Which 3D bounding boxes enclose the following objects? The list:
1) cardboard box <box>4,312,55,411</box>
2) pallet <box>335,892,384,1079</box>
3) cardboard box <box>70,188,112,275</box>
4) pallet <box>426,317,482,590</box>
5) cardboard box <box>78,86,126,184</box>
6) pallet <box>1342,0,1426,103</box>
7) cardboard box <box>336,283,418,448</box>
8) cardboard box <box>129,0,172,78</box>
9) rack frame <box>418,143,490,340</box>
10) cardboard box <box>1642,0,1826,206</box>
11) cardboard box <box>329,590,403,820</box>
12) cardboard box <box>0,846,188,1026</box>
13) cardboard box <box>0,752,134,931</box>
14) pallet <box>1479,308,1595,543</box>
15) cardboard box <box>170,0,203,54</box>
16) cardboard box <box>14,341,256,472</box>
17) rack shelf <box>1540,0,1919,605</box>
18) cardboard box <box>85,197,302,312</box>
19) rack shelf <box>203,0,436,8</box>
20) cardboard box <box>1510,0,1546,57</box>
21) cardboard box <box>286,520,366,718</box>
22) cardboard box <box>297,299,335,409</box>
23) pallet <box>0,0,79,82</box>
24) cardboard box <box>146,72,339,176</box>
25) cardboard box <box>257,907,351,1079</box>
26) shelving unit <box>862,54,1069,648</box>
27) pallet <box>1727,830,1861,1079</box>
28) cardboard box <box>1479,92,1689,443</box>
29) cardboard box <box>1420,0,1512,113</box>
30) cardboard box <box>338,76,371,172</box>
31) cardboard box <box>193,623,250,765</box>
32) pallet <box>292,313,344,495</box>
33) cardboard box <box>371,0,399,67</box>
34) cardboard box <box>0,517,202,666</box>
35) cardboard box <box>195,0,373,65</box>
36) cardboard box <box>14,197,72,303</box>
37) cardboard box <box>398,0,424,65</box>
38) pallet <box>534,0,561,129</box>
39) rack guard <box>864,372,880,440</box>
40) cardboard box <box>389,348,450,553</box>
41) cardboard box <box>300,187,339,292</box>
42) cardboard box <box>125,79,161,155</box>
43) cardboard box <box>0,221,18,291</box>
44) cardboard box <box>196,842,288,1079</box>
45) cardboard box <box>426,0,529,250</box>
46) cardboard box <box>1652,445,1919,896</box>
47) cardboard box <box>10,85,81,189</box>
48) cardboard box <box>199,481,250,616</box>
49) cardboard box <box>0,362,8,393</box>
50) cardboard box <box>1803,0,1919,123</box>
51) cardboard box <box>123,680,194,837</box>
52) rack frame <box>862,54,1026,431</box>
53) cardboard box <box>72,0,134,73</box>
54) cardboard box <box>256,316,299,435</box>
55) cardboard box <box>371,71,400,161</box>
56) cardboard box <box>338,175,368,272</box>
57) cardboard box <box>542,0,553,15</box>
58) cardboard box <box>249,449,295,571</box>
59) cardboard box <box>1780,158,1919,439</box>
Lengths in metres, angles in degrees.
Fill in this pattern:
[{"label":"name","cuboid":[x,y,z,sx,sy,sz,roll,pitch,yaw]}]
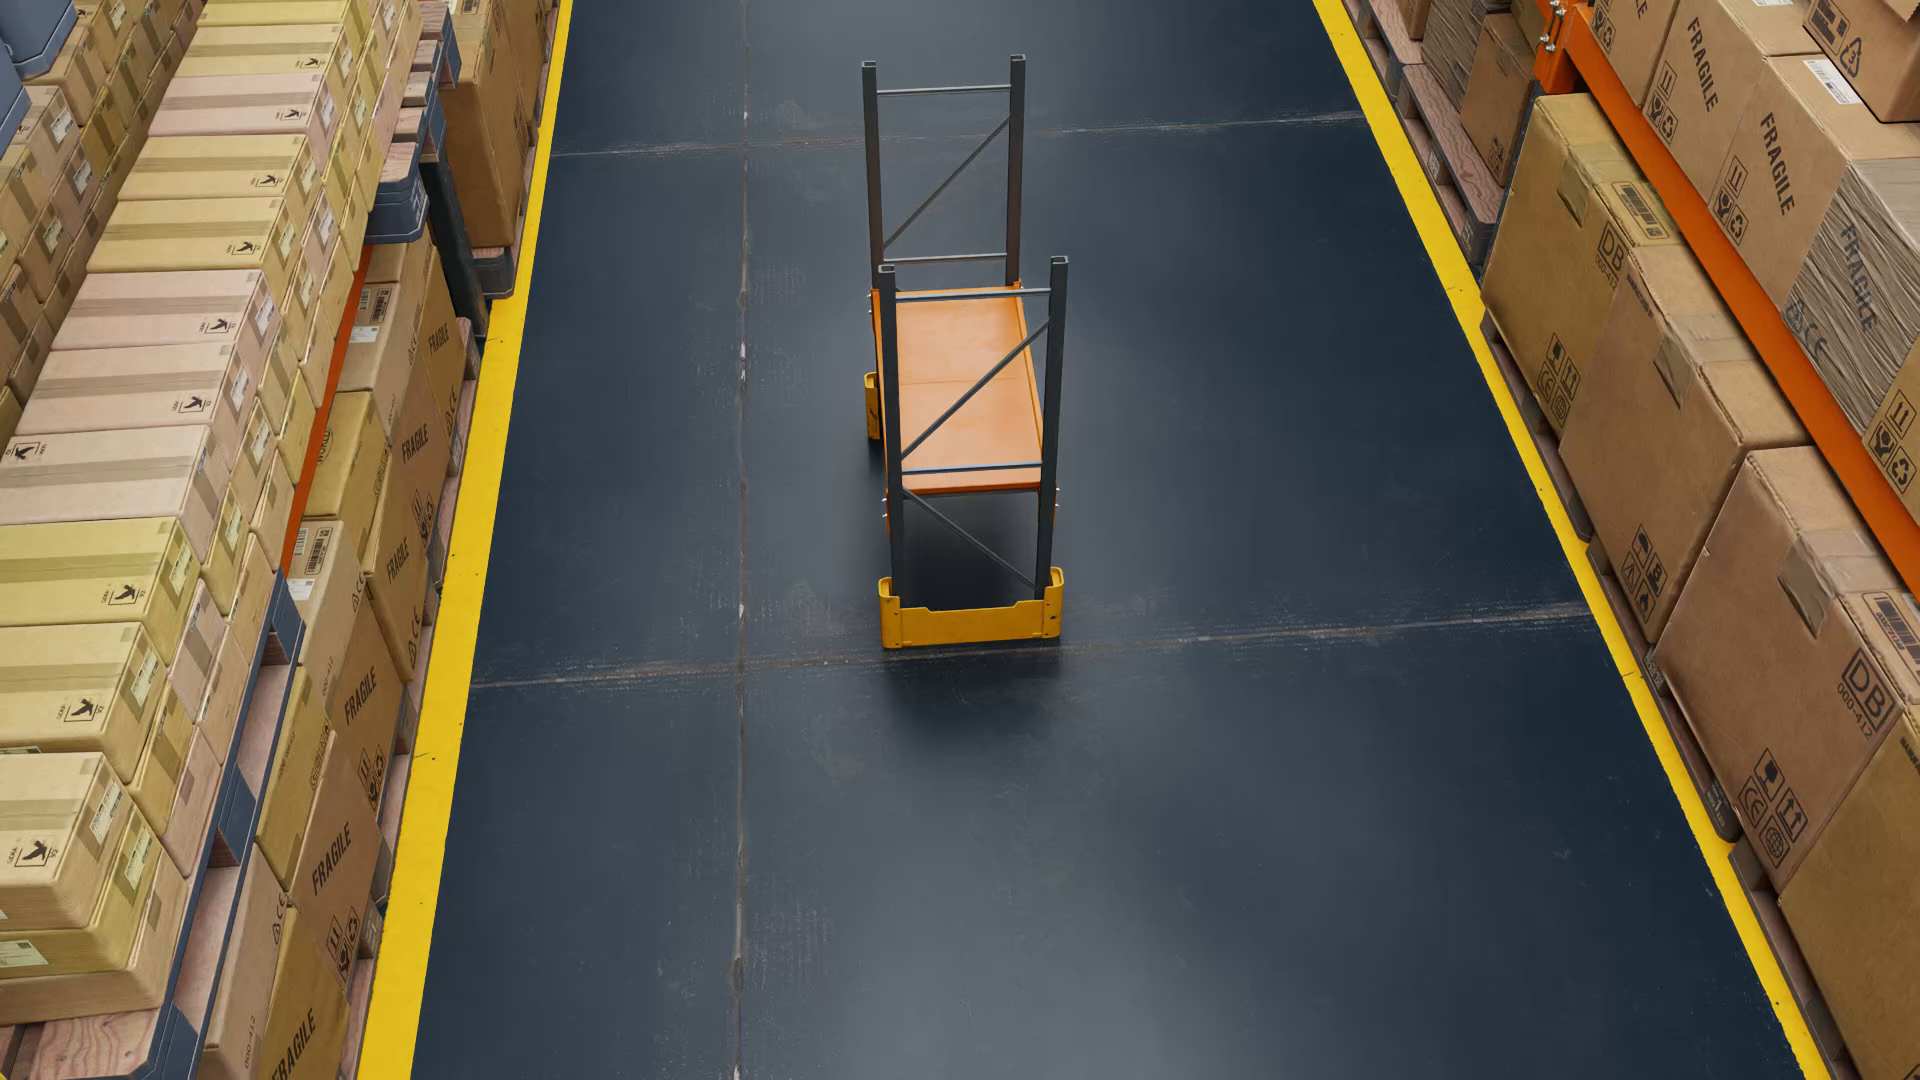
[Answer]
[{"label":"cardboard box","cuboid":[-2.382,-0.403,3.950,0.380,0.149,0.250,-5,47,-5]},{"label":"pallet","cuboid":[-2.083,1.461,4.221,1.003,0.211,1.213,-3,47,-3]},{"label":"cardboard box","cuboid":[-2.421,-0.774,4.301,0.380,0.149,0.250,-2,47,-2]},{"label":"pallet","cuboid":[-2.287,-0.304,5.893,1.003,0.211,1.213,-3,47,-3]},{"label":"cardboard box","cuboid":[-2.439,-1.055,4.363,0.380,0.149,0.250,-3,47,-3]},{"label":"pallet","cuboid":[2.437,-2.544,8.014,1.003,0.211,1.213,-3,47,-3]},{"label":"cardboard box","cuboid":[-1.980,-0.528,5.100,0.500,0.250,0.500,-3,47,-3]},{"label":"cardboard box","cuboid":[-2.486,-1.431,4.718,0.380,0.149,0.250,-1,47,-1]},{"label":"rack frame","cuboid":[-2.351,-1.829,5.416,1.000,3.000,0.127,-3,47,-3]},{"label":"cardboard box","cuboid":[2.415,-1.350,4.894,0.500,0.500,0.500,-5,47,-4]},{"label":"cardboard box","cuboid":[-1.917,0.469,4.672,0.500,0.500,0.500,-3,47,-3]},{"label":"cardboard box","cuboid":[-1.591,0.695,2.910,0.380,0.149,0.250,-6,47,-5]},{"label":"cardboard box","cuboid":[-1.591,0.490,2.694,0.380,0.149,0.250,-1,47,-1]},{"label":"pallet","cuboid":[2.591,-0.523,6.100,1.003,0.211,1.213,-3,47,-3]},{"label":"cardboard box","cuboid":[-2.515,-1.551,5.036,0.380,0.149,0.250,-4,47,-4]},{"label":"cardboard box","cuboid":[-1.680,-0.263,3.407,0.380,0.149,0.250,-4,47,-4]},{"label":"rack shelf","cuboid":[2.767,-0.362,4.523,1.077,0.370,4.000,-3,47,-3]},{"label":"cardboard box","cuboid":[-1.727,-0.640,3.765,0.380,0.149,0.250,-2,47,-2]},{"label":"rack shelf","cuboid":[-2.519,-3.028,7.047,1.077,0.370,4.000,-3,47,-3]},{"label":"cardboard box","cuboid":[2.514,-2.089,6.565,0.500,0.250,0.500,-2,47,-2]},{"label":"cardboard box","cuboid":[-1.900,0.218,4.394,0.500,0.250,0.500,-2,47,-2]},{"label":"cardboard box","cuboid":[-1.724,-0.432,3.977,0.380,0.149,0.250,-5,47,-5]},{"label":"pallet","cuboid":[-2.052,-1.105,2.794,1.213,0.211,1.003,-3,47,-3]},{"label":"cardboard box","cuboid":[-1.772,-1.025,4.129,0.380,0.149,0.250,-3,47,-3]},{"label":"cardboard box","cuboid":[-1.814,1.230,3.952,0.500,0.500,0.500,-2,47,-2]},{"label":"shelving unit","cuboid":[-0.006,-0.571,5.258,0.587,1.500,1.083,-3,47,-3]},{"label":"pallet","cuboid":[2.795,1.242,4.428,1.003,0.211,1.213,-3,47,-3]},{"label":"cardboard box","cuboid":[2.637,-0.970,5.777,1.225,0.875,0.875,-5,47,-5]},{"label":"cardboard box","cuboid":[2.464,-2.233,7.217,0.700,0.500,0.500,-7,47,-7]},{"label":"cardboard box","cuboid":[-1.787,-1.095,4.400,0.380,0.149,0.250,-3,47,-3]},{"label":"cardboard box","cuboid":[-1.637,0.313,3.271,0.380,0.149,0.250,-3,47,-3]},{"label":"pallet","cuboid":[-2.145,-0.333,4.131,1.003,0.211,1.213,-3,47,-3]},{"label":"cardboard box","cuboid":[-1.832,-1.466,4.751,0.380,0.149,0.250,-2,47,-2]},{"label":"cardboard box","cuboid":[-1.639,0.103,3.061,0.380,0.149,0.250,-3,47,-3]},{"label":"cardboard box","cuboid":[-1.813,-1.393,4.477,0.380,0.149,0.250,-2,47,-2]},{"label":"cardboard box","cuboid":[-2.402,-0.695,4.021,0.380,0.149,0.250,-4,47,-4]},{"label":"cardboard box","cuboid":[-1.852,-1.558,5.043,0.380,0.149,0.250,-3,47,-3]},{"label":"pallet","cuboid":[-2.441,-2.325,7.807,1.003,0.211,1.213,-3,47,-3]},{"label":"rack guard","cuboid":[-0.048,-0.501,6.053,0.587,0.250,0.087,-3,47,-3]},{"label":"cardboard box","cuboid":[-1.996,-0.277,5.379,0.500,0.500,0.500,-2,47,-2]},{"label":"cardboard box","cuboid":[-1.746,-0.726,4.050,0.380,0.149,0.250,-2,47,-2]},{"label":"cardboard box","cuboid":[-2.470,-1.161,4.668,0.380,0.149,0.250,-1,47,-1]},{"label":"cardboard box","cuboid":[-2.377,-0.613,3.739,0.380,0.149,0.250,-4,47,-4]},{"label":"cardboard box","cuboid":[-1.815,0.972,3.679,0.500,0.250,0.500,-5,47,-5]},{"label":"cardboard box","cuboid":[-2.313,-1.645,6.503,1.050,0.750,0.750,-4,47,-4]},{"label":"cardboard box","cuboid":[2.785,0.315,4.560,1.225,0.875,0.875,-5,47,-5]},{"label":"cardboard box","cuboid":[-2.418,-0.986,4.092,0.380,0.149,0.250,-2,47,-1]},{"label":"cardboard box","cuboid":[-1.659,0.030,3.335,0.380,0.149,0.250,-5,47,-5]},{"label":"cardboard box","cuboid":[-2.361,-0.324,3.670,0.380,0.149,0.250,-3,47,-3]},{"label":"cardboard box","cuboid":[2.697,-1.435,4.283,0.797,0.503,0.637,-3,47,-2]},{"label":"cardboard box","cuboid":[-1.615,0.405,2.980,0.380,0.149,0.250,-4,47,-4]},{"label":"rack frame","cuboid":[-0.050,-0.945,5.612,0.500,1.500,0.032,-3,47,-3]},{"label":"cardboard box","cuboid":[-2.464,-1.373,4.458,0.380,0.149,0.250,-4,47,-4]},{"label":"cardboard box","cuboid":[-1.706,-0.357,3.701,0.380,0.149,0.250,-4,47,-4]},{"label":"cardboard box","cuboid":[-1.811,-1.192,4.696,0.380,0.149,0.250,-3,47,-3]},{"label":"cardboard box","cuboid":[-1.770,-0.817,4.341,0.380,0.149,0.250,-5,47,-5]},{"label":"cardboard box","cuboid":[-2.468,-2.952,7.740,1.050,0.750,0.750,-3,47,-3]},{"label":"cardboard box","cuboid":[-1.679,-0.053,3.618,0.380,0.149,0.250,-5,47,-5]},{"label":"cardboard box","cuboid":[2.501,-0.618,4.200,0.500,0.500,0.500,-3,47,-3]}]
